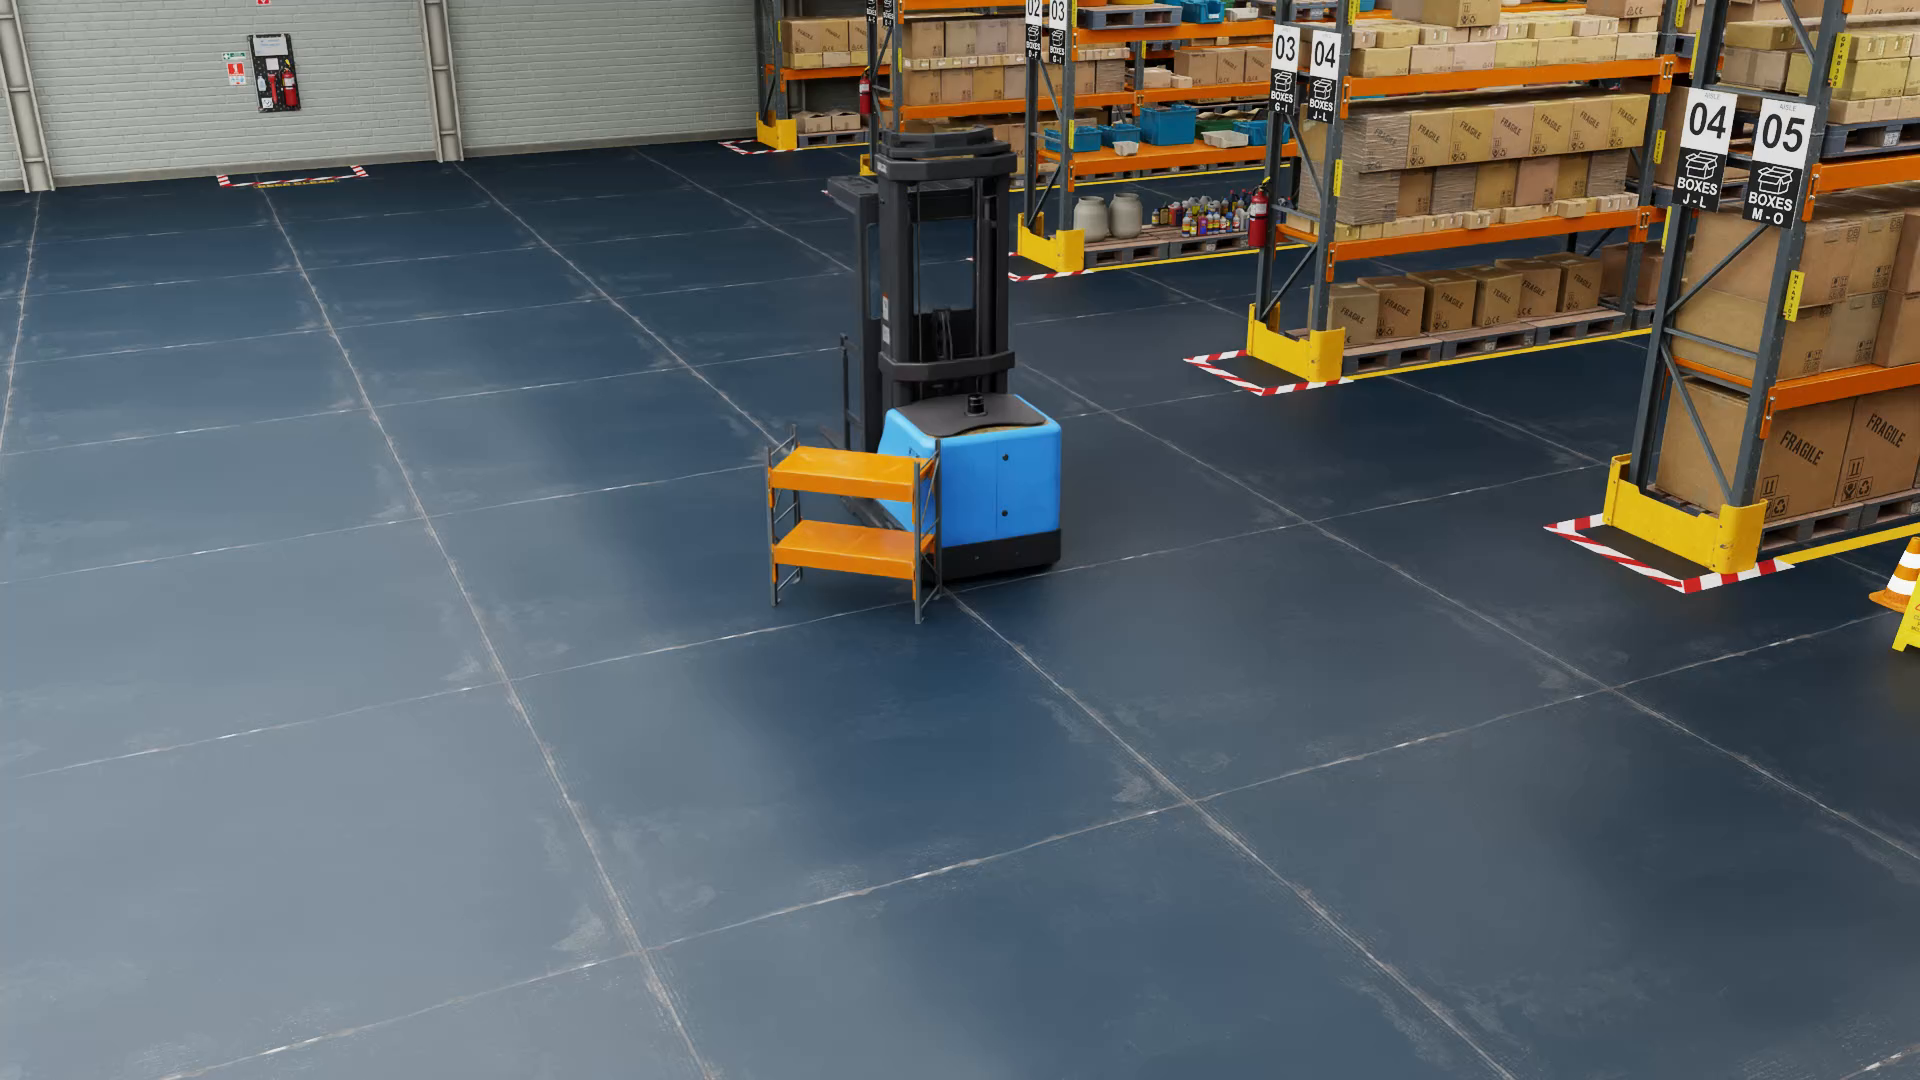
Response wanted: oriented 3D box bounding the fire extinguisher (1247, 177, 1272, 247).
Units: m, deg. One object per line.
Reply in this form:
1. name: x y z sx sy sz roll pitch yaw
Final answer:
1. fire extinguisher: 2.909 -3.199 16.157 0.183 0.674 0.296 -10 25 -24

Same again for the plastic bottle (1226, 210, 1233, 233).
1. plastic bottle: 3.415 -4.045 21.091 0.097 0.271 0.097 0 22 0

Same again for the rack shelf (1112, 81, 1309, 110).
1. rack shelf: 4.326 -7.172 26.595 4.000 0.370 1.077 -10 25 -24

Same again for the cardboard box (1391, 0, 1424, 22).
1. cardboard box: 4.499 -5.240 15.891 0.500 0.500 0.500 -10 25 -24

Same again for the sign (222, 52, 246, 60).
1. sign: -11.162 -7.441 25.564 0.331 0.109 0.001 -10 25 -24

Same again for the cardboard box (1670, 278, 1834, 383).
1. cardboard box: 5.587 -1.515 11.792 0.550 0.550 0.875 -10 25 -24

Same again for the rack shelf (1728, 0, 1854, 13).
1. rack shelf: 7.074 -3.955 11.502 4.000 0.370 1.077 -10 25 -24

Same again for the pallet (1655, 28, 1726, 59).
1. pallet: 7.419 -5.123 17.028 1.003 0.211 1.213 -10 25 -24

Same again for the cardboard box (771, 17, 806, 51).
1. cardboard box: -2.900 -8.654 28.423 0.500 0.500 0.500 -11 25 -24

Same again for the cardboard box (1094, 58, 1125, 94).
1. cardboard box: 2.126 -7.143 25.454 0.500 0.500 0.700 -11 25 -25

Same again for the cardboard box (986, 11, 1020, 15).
1. cardboard box: 0.845 -9.201 29.851 0.500 0.500 0.700 -10 25 -23

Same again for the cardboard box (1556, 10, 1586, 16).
1. cardboard box: 6.180 -5.244 16.749 0.250 0.149 0.380 -12 25 -26

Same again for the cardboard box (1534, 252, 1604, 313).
1. cardboard box: 6.439 -2.745 17.678 0.500 0.500 0.500 -11 25 -25

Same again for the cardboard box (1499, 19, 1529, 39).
1. cardboard box: 5.182 -4.871 15.848 0.250 0.149 0.380 -11 25 -26

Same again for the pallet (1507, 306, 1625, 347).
1. pallet: 6.227 -2.346 17.642 1.213 0.211 1.003 -10 25 -24

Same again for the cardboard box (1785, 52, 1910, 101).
1. cardboard box: 5.818 -3.054 10.913 0.500 0.250 0.500 -10 25 -24

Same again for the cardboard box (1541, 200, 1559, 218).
1. cardboard box: 5.810 -3.370 16.798 0.250 0.149 0.380 -10 25 -24

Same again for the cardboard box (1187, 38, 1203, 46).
1. cardboard box: 4.373 -9.411 31.365 0.250 0.149 0.380 -11 25 -24

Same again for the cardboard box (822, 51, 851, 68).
1. cardboard box: -2.193 -8.218 28.352 0.500 0.250 0.500 -11 25 -25

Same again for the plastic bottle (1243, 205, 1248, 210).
1. plastic bottle: 3.682 -4.153 21.337 0.133 0.283 0.061 -10 25 -24

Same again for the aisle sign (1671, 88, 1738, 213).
1. aisle sign: 5.078 -2.661 11.358 0.004 0.787 0.394 -10 25 -24

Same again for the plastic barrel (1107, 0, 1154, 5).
1. plastic barrel: 2.036 -6.701 19.800 0.600 0.588 0.600 0 22 0

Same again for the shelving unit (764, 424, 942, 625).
1. shelving unit: -0.695 -0.111 11.048 1.048 1.125 0.538 6 23 15

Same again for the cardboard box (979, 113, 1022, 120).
1. cardboard box: 0.619 -6.224 25.430 0.500 0.500 0.500 -10 25 -24

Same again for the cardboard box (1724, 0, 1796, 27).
1. cardboard box: 8.131 -5.586 17.217 0.637 0.503 0.797 -9 24 -21

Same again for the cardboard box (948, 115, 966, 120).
1. cardboard box: -0.097 -7.674 29.997 0.250 0.166 0.380 -14 26 -30

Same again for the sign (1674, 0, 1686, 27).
1. sign: 7.059 -5.197 16.286 0.005 0.325 0.100 -10 25 -24

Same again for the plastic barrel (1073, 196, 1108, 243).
1. plastic barrel: 1.624 -3.982 20.651 0.421 0.512 0.421 0 22 0

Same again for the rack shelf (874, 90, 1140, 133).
1. rack shelf: 0.721 -6.509 24.992 4.000 0.370 1.077 -10 25 -24

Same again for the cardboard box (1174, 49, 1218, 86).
1. cardboard box: 3.697 -7.428 26.142 0.500 0.500 0.500 -9 24 -20

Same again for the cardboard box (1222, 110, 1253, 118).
1. cardboard box: 4.598 -6.859 27.212 0.500 0.311 0.500 -11 25 -25

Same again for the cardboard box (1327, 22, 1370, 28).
1. cardboard box: 3.613 -4.752 15.561 0.250 0.149 0.380 -11 25 -25

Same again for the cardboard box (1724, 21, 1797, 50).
1. cardboard box: 5.429 -3.420 11.274 0.250 0.149 0.380 -10 25 -23

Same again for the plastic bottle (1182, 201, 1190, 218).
1. plastic bottle: 2.893 -4.257 21.599 0.135 0.276 0.152 -11 25 -25

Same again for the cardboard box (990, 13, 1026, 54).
1. cardboard box: 0.770 -7.493 24.602 0.500 0.500 0.700 -10 25 -24

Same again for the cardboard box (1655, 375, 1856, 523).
1. cardboard box: 5.855 -0.716 12.287 0.875 0.875 0.875 -10 25 -23

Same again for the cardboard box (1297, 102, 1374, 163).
1. cardboard box: 3.601 -3.917 15.963 0.500 0.500 0.500 -10 25 -24

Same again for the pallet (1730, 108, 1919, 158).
1. pallet: 5.936 -2.840 11.383 1.213 0.211 1.003 -10 25 -24

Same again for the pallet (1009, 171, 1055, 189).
1. pallet: 0.688 -5.563 25.413 1.213 0.211 1.003 -10 25 -24

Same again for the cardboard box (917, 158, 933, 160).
1. cardboard box: -0.726 -5.624 24.960 0.500 0.250 0.500 -10 25 -24

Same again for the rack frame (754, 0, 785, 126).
1. rack frame: -3.233 -8.216 28.176 0.127 3.000 1.000 -10 25 -24

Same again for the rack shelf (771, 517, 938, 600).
1. rack shelf: -0.695 0.115 11.141 1.000 0.278 0.538 6 23 15

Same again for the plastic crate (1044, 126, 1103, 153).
1. plastic crate: 1.385 -4.919 20.406 0.616 0.251 0.499 -10 25 -24

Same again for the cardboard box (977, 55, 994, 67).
1. cardboard box: 0.296 -7.018 24.303 0.250 0.149 0.380 -11 25 -25

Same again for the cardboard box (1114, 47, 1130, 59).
1. cardboard box: 2.371 -7.400 25.225 0.250 0.149 0.380 -10 25 -24

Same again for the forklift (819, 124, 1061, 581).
1. forklift: -0.307 -1.604 12.293 1.130 2.935 3.031 -9 24 -20

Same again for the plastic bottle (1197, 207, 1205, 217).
1. plastic bottle: 3.132 -4.217 21.600 0.097 0.201 0.097 0 22 0

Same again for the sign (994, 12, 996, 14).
1. sign: 0.614 -9.094 29.164 0.005 0.325 0.100 -10 25 -24

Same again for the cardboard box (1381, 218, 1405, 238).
1. cardboard box: 4.038 -3.015 15.940 0.250 0.149 0.380 -10 25 -24

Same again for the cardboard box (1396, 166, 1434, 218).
1. cardboard box: 4.118 -3.484 16.226 0.500 0.500 0.875 -10 25 -24

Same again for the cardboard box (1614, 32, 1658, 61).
1. cardboard box: 6.519 -4.909 16.462 0.500 0.250 0.500 -9 24 -22
